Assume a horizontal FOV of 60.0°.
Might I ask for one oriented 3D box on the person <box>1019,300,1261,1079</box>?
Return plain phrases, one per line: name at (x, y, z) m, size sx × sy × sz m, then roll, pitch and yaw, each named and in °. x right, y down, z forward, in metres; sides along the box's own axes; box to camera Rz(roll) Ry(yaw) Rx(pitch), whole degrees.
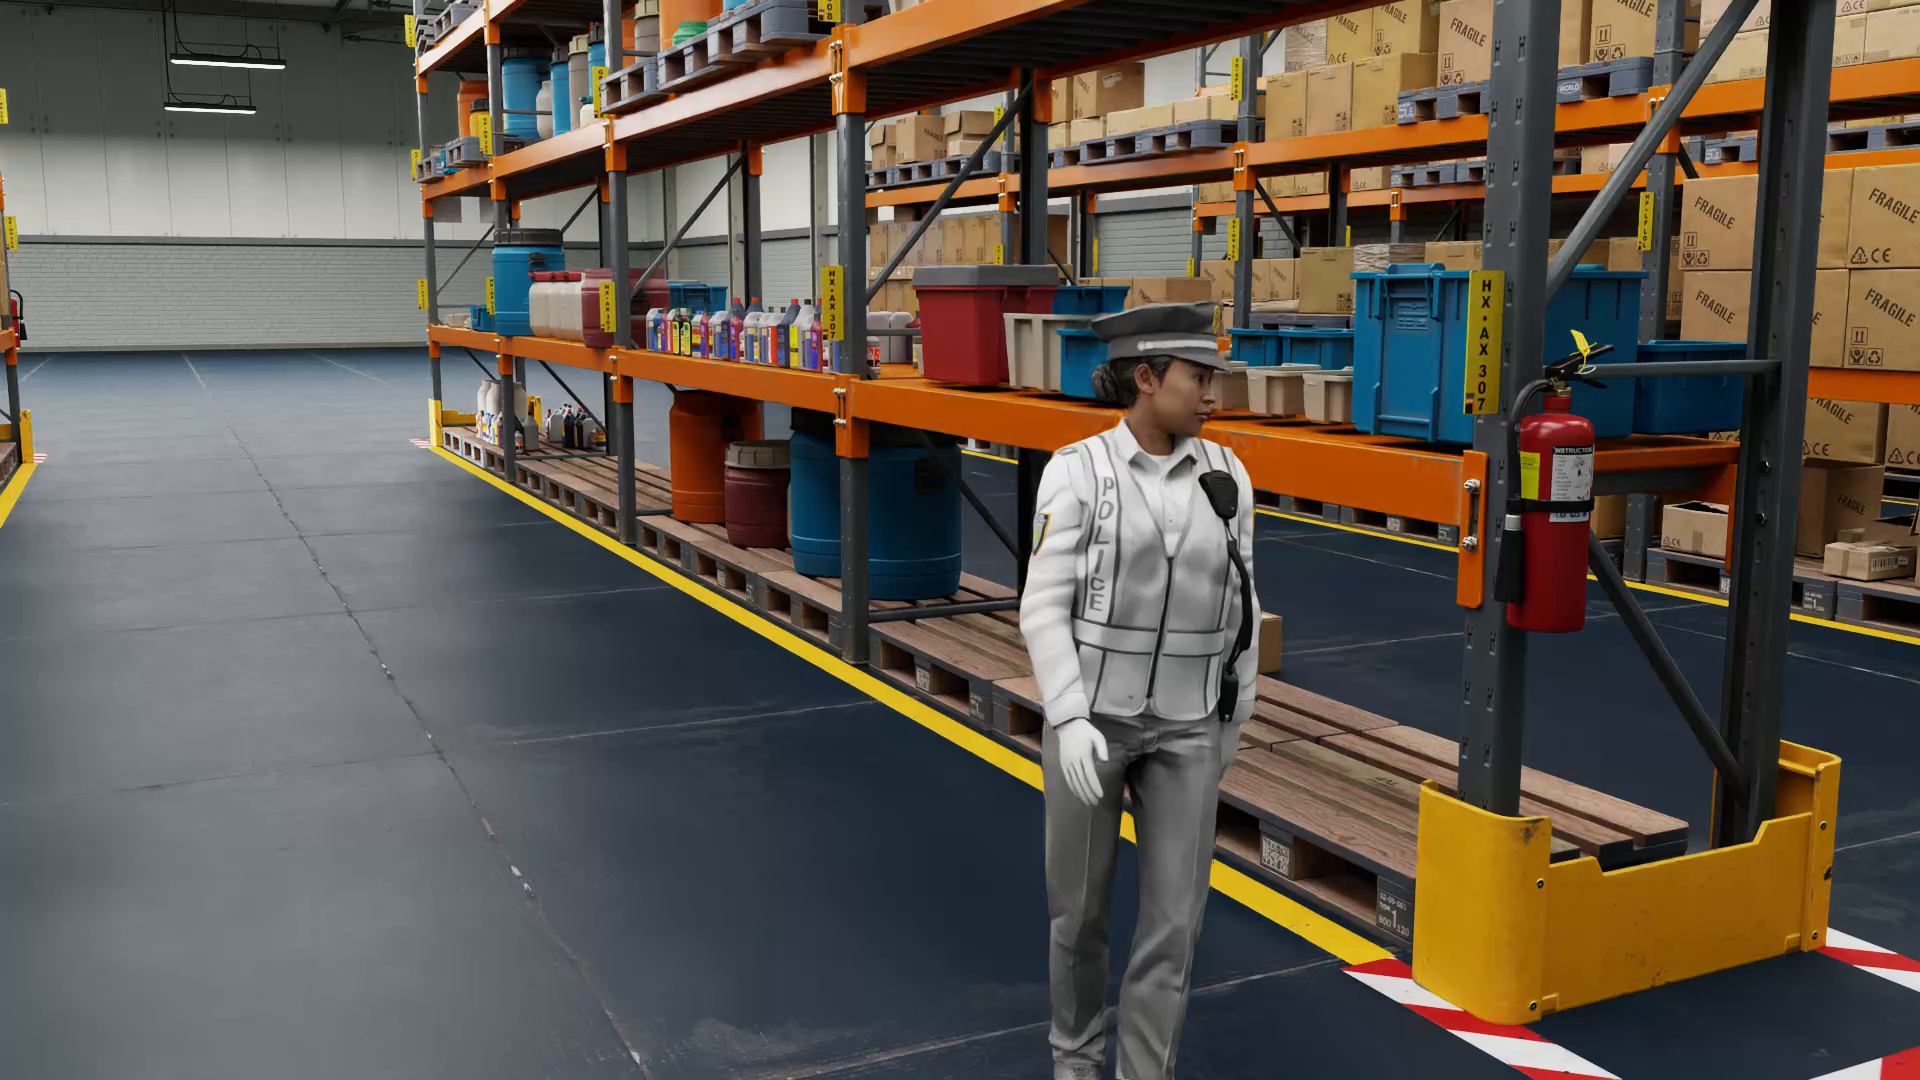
person at (0.371, 0.398, 3.176) m, size 0.512 × 1.694 × 0.558 m, roll -1°, pitch 9°, yaw -7°
